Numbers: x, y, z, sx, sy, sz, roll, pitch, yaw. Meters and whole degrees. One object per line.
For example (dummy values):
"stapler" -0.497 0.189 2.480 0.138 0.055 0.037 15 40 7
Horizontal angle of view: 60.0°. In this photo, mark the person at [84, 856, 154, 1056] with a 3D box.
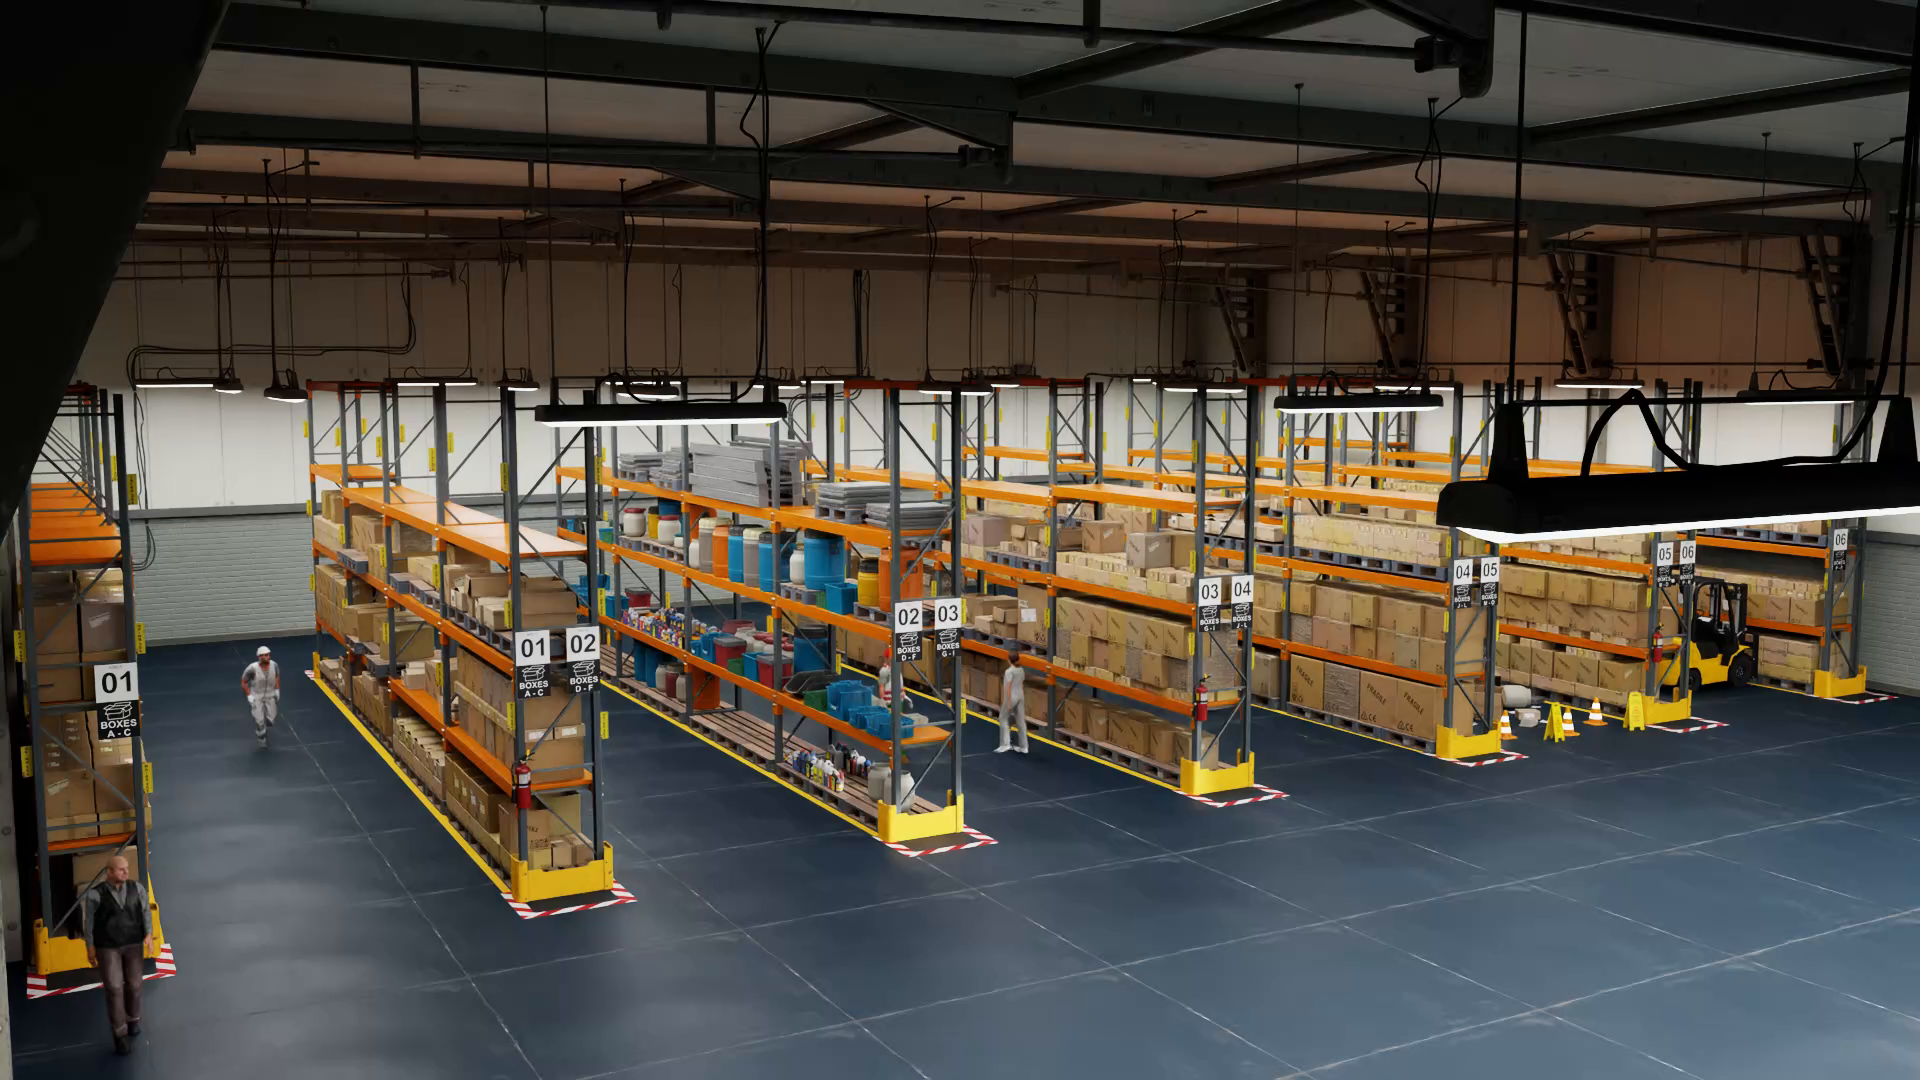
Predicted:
"person" -7.783 3.845 15.526 0.562 1.729 0.722 -6 9 -44

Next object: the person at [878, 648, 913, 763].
"person" -0.986 2.651 26.566 0.562 1.857 0.567 2 7 22

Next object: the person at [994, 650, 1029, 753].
"person" 0.897 2.651 27.066 0.476 1.709 0.606 -5 8 -42

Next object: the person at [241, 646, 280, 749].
"person" -11.535 2.575 27.423 0.621 1.712 0.702 -4 7 -34
